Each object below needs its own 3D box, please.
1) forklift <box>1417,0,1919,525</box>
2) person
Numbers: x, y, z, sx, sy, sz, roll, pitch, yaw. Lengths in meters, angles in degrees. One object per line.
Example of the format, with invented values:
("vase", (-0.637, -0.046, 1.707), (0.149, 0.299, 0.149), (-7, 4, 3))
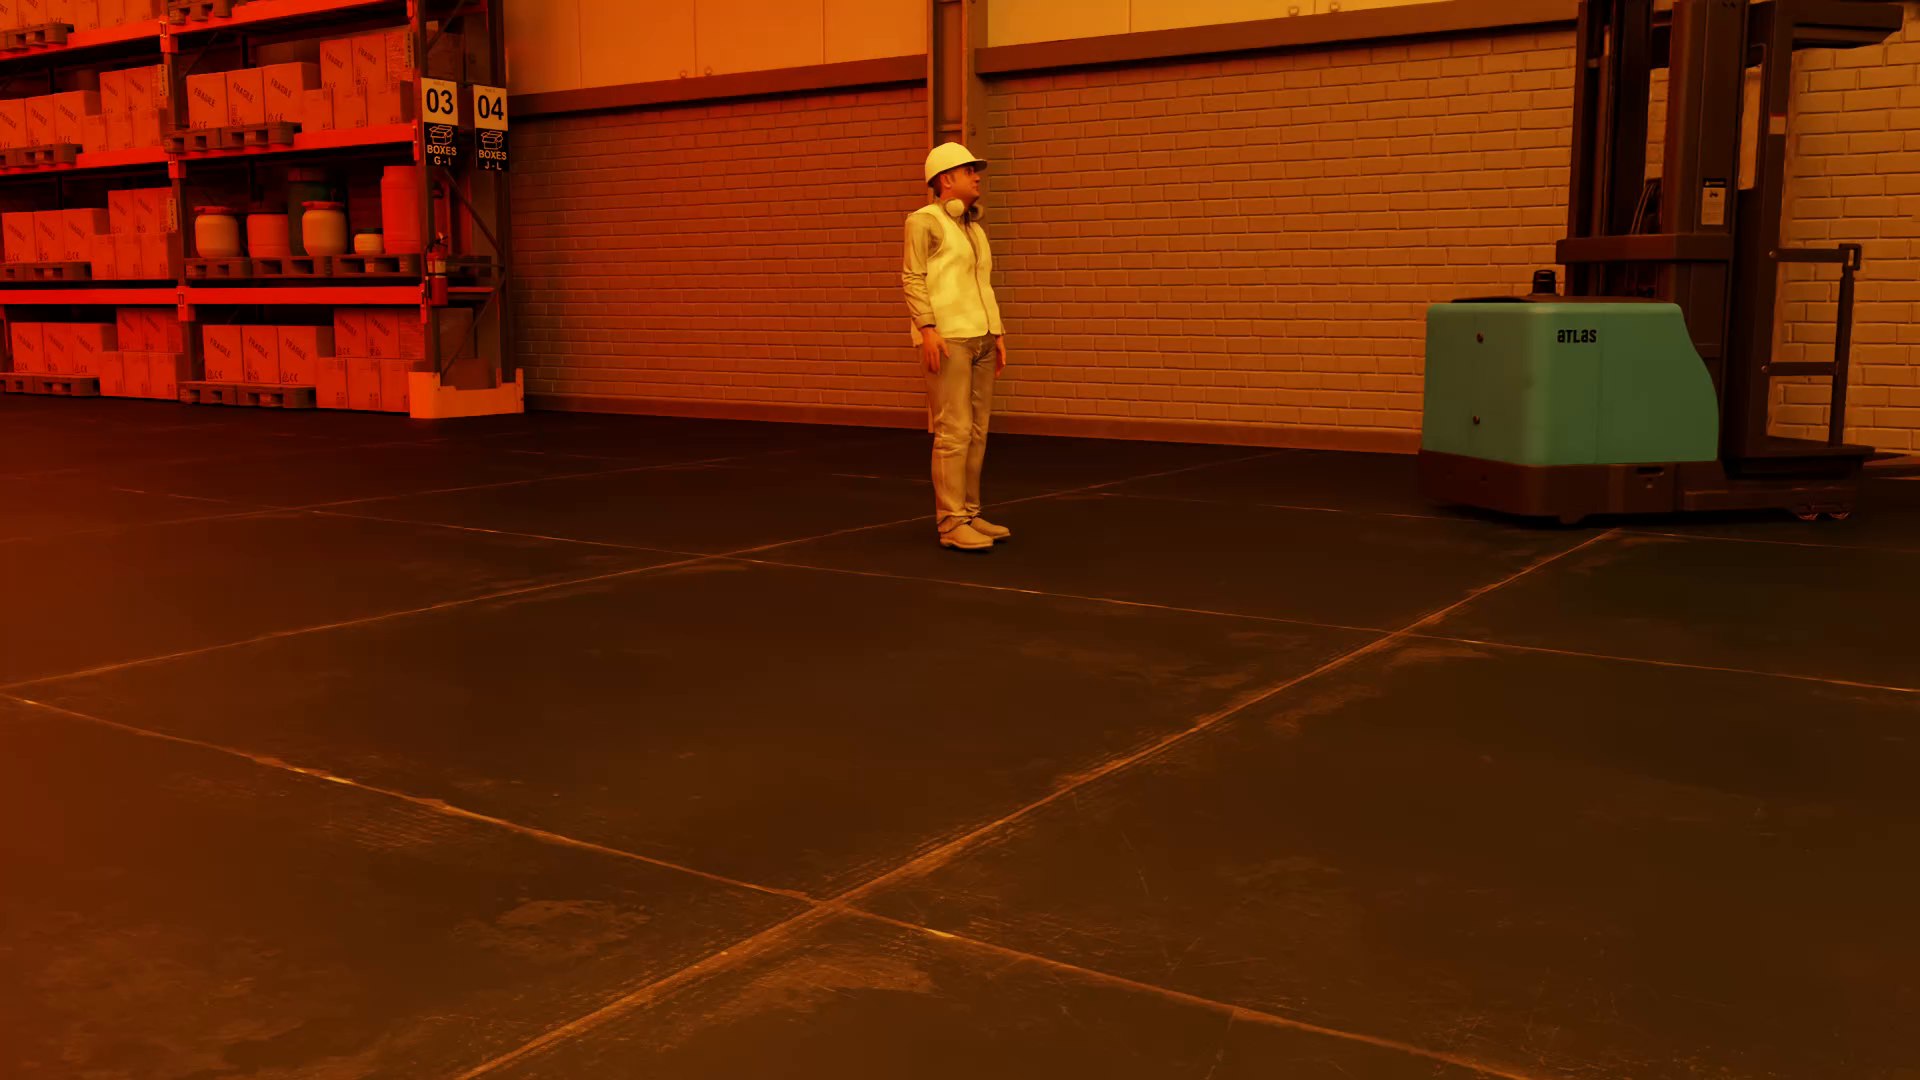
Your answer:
("forklift", (3.988, -1.617, 8.561), (3.031, 2.935, 1.130), (-2, 8, -16))
("person", (0.048, -0.879, 7.437), (0.566, 1.775, 0.633), (5, 10, 34))
